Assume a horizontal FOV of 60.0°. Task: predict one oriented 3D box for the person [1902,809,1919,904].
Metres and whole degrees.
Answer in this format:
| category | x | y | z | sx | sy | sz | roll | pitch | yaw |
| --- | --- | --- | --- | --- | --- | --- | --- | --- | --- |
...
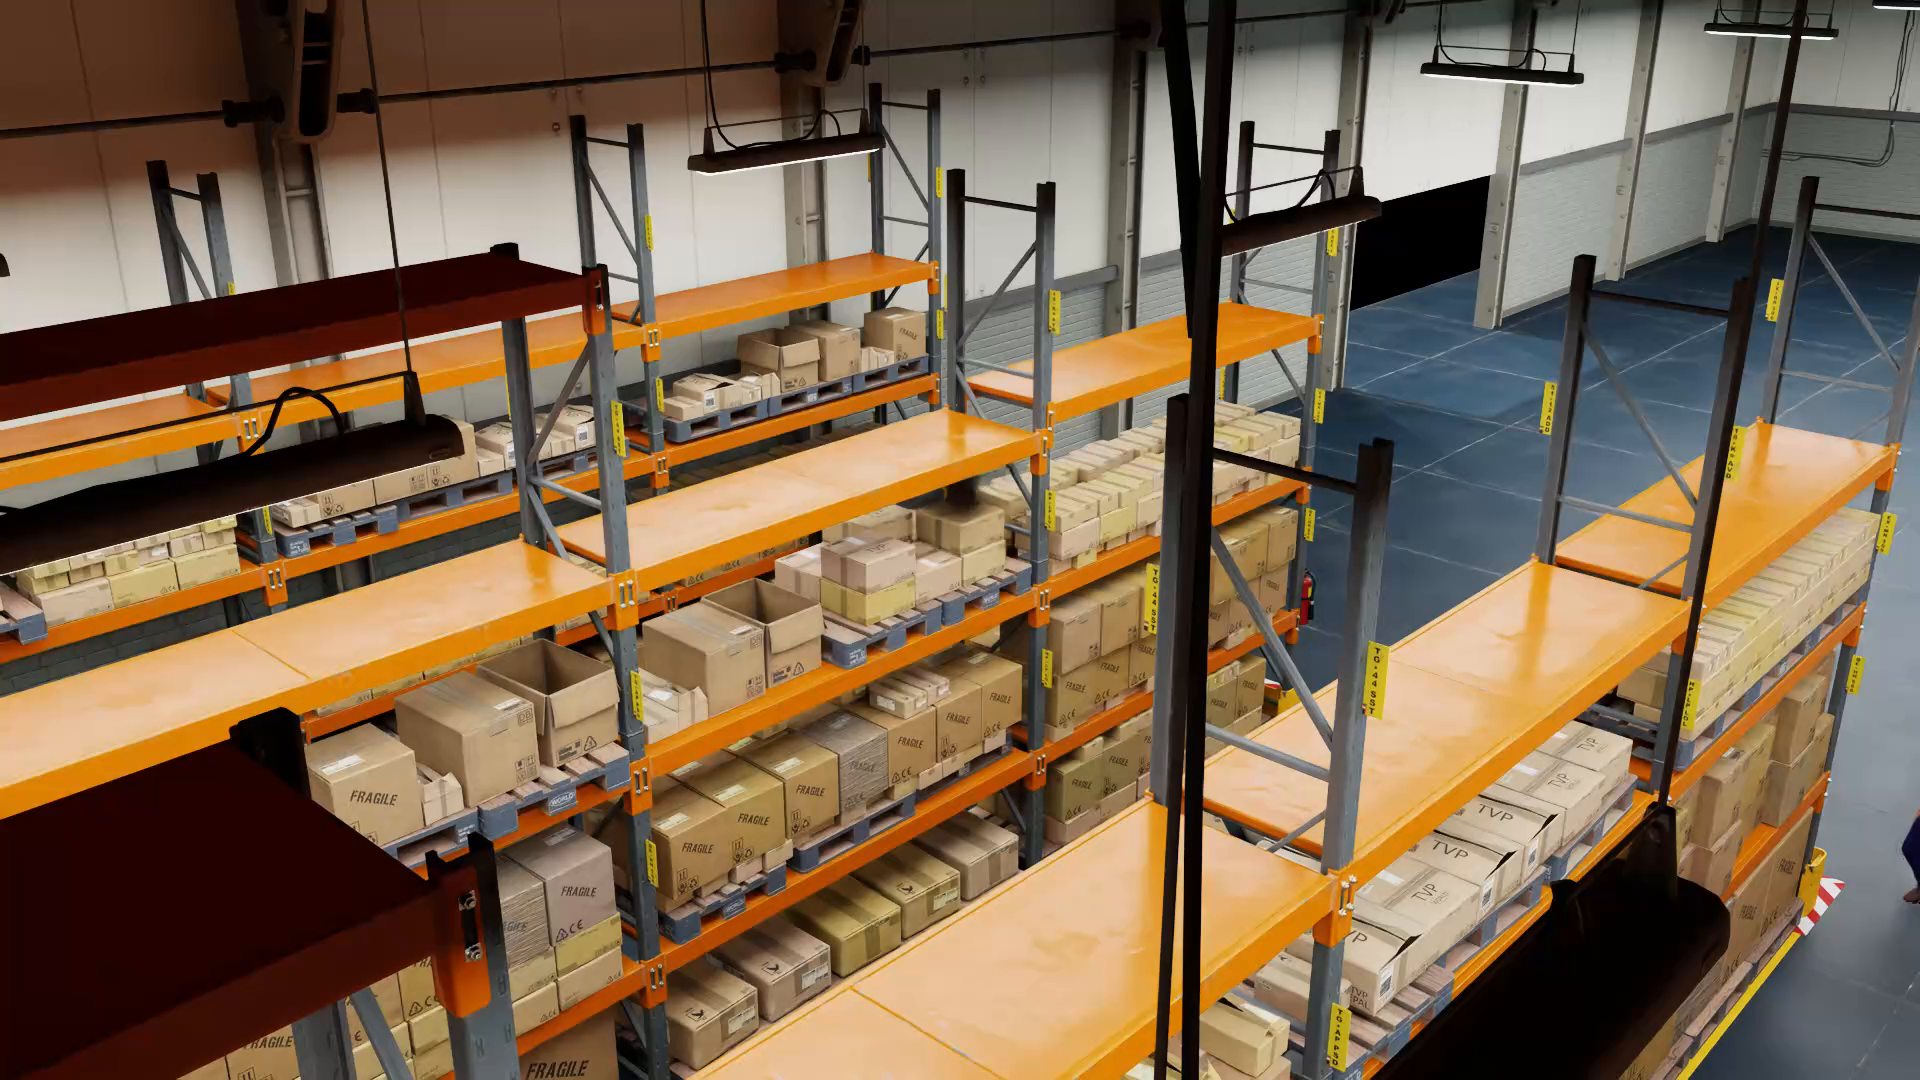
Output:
| category | x | y | z | sx | sy | sz | roll | pitch | yaw |
| --- | --- | --- | --- | --- | --- | --- | --- | --- | --- |
| person | 8.128 | 2.379 | 13.648 | 0.377 | 1.672 | 0.620 | -4 | 22 | -11 |
